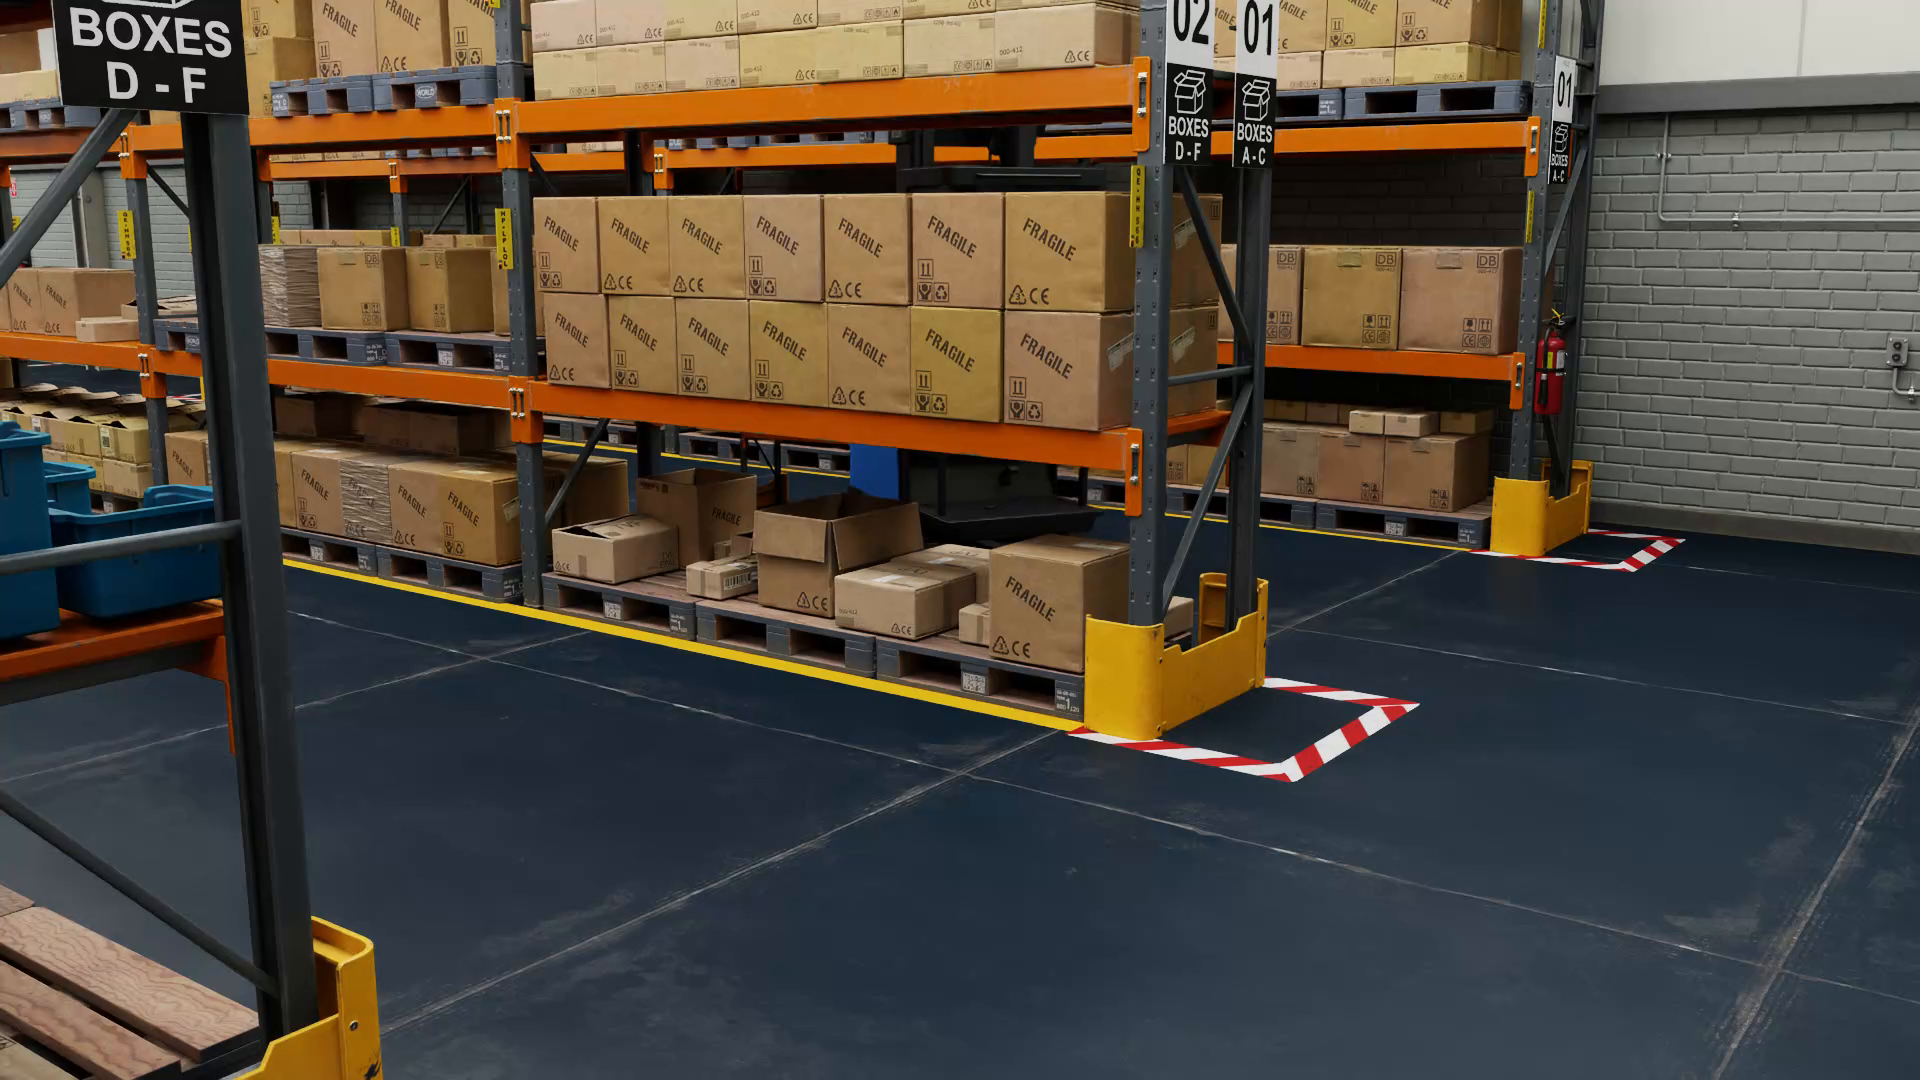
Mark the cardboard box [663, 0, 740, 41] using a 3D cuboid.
[{"bbox_3d":[-1.116,-2.597,8.239,0.500,0.250,0.500,8,13,36],"label":"cardboard box"}]

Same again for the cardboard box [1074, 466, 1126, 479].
[{"bbox_3d":[1.310,-0.797,13.230,0.500,0.500,0.700,8,14,36],"label":"cardboard box"}]

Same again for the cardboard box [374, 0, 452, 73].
[{"bbox_3d":[-3.076,-3.076,10.003,0.600,0.600,0.600,8,13,35],"label":"cardboard box"}]

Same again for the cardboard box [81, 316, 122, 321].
[{"bbox_3d":[-6.446,-1.621,12.670,0.250,0.149,0.380,9,14,40],"label":"cardboard box"}]

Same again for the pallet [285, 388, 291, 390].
[{"bbox_3d":[-8.209,-1.793,20.242,1.213,0.211,1.003,8,13,36],"label":"pallet"}]

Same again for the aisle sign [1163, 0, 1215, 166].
[{"bbox_3d":[0.937,-1.931,6.772,0.004,0.787,0.394,8,13,36],"label":"aisle sign"}]

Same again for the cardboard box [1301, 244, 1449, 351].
[{"bbox_3d":[2.982,-1.752,11.897,0.700,0.700,0.980,8,13,35],"label":"cardboard box"}]

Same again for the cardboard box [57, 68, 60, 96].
[{"bbox_3d":[-6.217,-3.313,12.149,0.500,0.250,0.500,8,14,37],"label":"cardboard box"}]

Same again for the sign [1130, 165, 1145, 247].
[{"bbox_3d":[0.718,-1.351,6.733,0.005,0.325,0.100,8,13,36],"label":"sign"}]

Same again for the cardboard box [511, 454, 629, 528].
[{"bbox_3d":[-2.407,-0.240,10.295,0.500,0.500,0.500,7,13,33],"label":"cardboard box"}]

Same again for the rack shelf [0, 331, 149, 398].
[{"bbox_3d":[-6.997,-1.481,13.181,4.000,0.370,1.077,8,13,36],"label":"rack shelf"}]

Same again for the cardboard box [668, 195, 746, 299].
[{"bbox_3d":[-1.118,-1.488,8.426,0.500,0.500,0.500,7,13,34],"label":"cardboard box"}]

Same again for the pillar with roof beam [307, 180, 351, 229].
[{"bbox_3d":[-10.376,-5.607,16.823,0.400,9.000,9.100,8,13,36],"label":"pillar with roof beam"}]

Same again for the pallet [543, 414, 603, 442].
[{"bbox_3d":[-4.064,-1.224,17.302,1.213,0.211,1.003,8,13,36],"label":"pallet"}]

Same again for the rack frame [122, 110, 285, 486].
[{"bbox_3d":[-5.385,-1.609,11.950,0.127,3.000,1.000,8,13,36],"label":"rack frame"}]

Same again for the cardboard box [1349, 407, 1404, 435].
[{"bbox_3d":[2.951,-0.844,11.765,0.250,0.149,0.380,8,14,37],"label":"cardboard box"}]

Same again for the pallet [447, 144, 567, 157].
[{"bbox_3d":[-4.408,-3.996,16.886,1.003,0.211,1.213,8,13,36],"label":"pallet"}]

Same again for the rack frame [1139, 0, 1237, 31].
[{"bbox_3d":[1.063,-3.655,6.731,0.127,3.000,1.000,8,13,36],"label":"rack frame"}]

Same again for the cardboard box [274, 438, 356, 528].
[{"bbox_3d":[-4.361,-0.388,11.060,0.500,0.500,0.500,8,13,35],"label":"cardboard box"}]

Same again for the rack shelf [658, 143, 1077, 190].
[{"bbox_3d":[-0.844,-3.263,14.493,4.000,0.370,1.077,8,13,36],"label":"rack shelf"}]

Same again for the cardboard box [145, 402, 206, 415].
[{"bbox_3d":[-6.062,-0.902,12.953,0.500,0.311,0.500,8,13,34],"label":"cardboard box"}]

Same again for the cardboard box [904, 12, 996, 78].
[{"bbox_3d":[0.096,-2.184,7.420,0.500,0.250,0.500,8,13,36],"label":"cardboard box"}]

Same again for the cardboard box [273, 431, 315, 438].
[{"bbox_3d":[-4.492,-0.529,11.788,0.500,0.500,0.500,9,14,38],"label":"cardboard box"}]

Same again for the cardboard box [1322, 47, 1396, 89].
[{"bbox_3d":[2.825,-3.223,11.420,0.500,0.250,0.500,7,13,33],"label":"cardboard box"}]

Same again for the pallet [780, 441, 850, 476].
[{"bbox_3d":[-0.886,-0.761,14.910,1.213,0.211,1.003,8,13,36],"label":"pallet"}]

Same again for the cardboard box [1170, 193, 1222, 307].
[{"bbox_3d":[0.861,-1.340,7.663,0.500,0.500,0.500,8,14,37],"label":"cardboard box"}]

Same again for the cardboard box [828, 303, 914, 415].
[{"bbox_3d":[-0.278,-0.882,7.929,0.500,0.500,0.500,8,14,36],"label":"cardboard box"}]

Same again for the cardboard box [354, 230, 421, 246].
[{"bbox_3d":[-6.244,-3.128,18.168,0.500,0.500,0.500,8,13,35],"label":"cardboard box"}]

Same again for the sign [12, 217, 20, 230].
[{"bbox_3d":[-8.296,-2.673,14.607,0.005,0.325,0.100,8,13,36],"label":"sign"}]

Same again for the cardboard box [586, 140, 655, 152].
[{"bbox_3d":[-3.196,-3.846,15.799,0.500,0.311,0.500,8,13,36],"label":"cardboard box"}]

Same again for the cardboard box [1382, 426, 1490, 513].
[{"bbox_3d":[3.369,-0.511,11.748,0.500,0.500,0.700,8,13,36],"label":"cardboard box"}]

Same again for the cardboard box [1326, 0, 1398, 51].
[{"bbox_3d":[2.844,-3.589,11.341,0.500,0.500,0.500,8,14,37],"label":"cardboard box"}]

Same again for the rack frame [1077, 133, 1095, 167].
[{"bbox_3d":[0.768,-1.918,13.548,0.127,3.000,1.000,8,13,36],"label":"rack frame"}]

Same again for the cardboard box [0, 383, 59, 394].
[{"bbox_3d":[-8.113,-1.189,14.434,0.500,0.311,0.500,8,13,36],"label":"cardboard box"}]

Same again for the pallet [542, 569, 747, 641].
[{"bbox_3d":[-1.608,0.287,9.491,1.213,0.211,1.003,8,13,36],"label":"pallet"}]

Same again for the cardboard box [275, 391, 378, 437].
[{"bbox_3d":[-4.444,-0.891,11.687,0.500,0.250,0.500,9,14,38],"label":"cardboard box"}]

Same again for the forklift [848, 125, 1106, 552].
[{"bbox_3d":[0.238,-1.317,10.623,1.130,2.935,3.031,-5,12,-23],"label":"forklift"}]

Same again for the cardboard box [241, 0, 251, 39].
[{"bbox_3d":[-4.626,-3.514,11.006,0.500,0.500,0.500,8,13,36],"label":"cardboard box"}]

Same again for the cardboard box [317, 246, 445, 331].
[{"bbox_3d":[-3.622,-1.604,10.554,0.500,0.500,0.700,4,12,21],"label":"cardboard box"}]

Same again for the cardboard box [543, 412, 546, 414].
[{"bbox_3d":[-4.243,-1.612,17.389,0.500,0.500,0.700,8,14,36],"label":"cardboard box"}]

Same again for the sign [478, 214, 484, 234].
[{"bbox_3d":[-5.354,-3.471,18.528,0.005,0.325,0.100,8,13,36],"label":"sign"}]

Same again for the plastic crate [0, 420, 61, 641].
[{"bbox_3d":[-2.252,-0.008,3.421,0.499,0.435,0.616,8,13,36],"label":"plastic crate"}]

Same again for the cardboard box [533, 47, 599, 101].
[{"bbox_3d":[-1.916,-2.466,8.876,0.500,0.250,0.500,8,13,36],"label":"cardboard box"}]

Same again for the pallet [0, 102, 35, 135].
[{"bbox_3d":[-6.888,-3.177,12.654,1.213,0.211,1.003,9,14,38],"label":"pallet"}]

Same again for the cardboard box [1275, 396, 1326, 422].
[{"bbox_3d":[2.565,-0.988,12.508,0.250,0.149,0.380,8,14,36],"label":"cardboard box"}]

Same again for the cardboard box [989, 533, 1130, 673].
[{"bbox_3d":[0.479,0.278,7.618,0.500,0.500,0.500,8,13,36],"label":"cardboard box"}]

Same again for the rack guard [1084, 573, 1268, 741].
[{"bbox_3d":[1.002,0.509,7.583,0.348,0.500,1.175,8,13,36],"label":"rack guard"}]

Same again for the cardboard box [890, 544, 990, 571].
[{"bbox_3d":[-0.013,0.207,8.642,0.500,0.250,0.500,8,13,36],"label":"cardboard box"}]

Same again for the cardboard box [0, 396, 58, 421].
[{"bbox_3d":[-7.605,-0.991,13.410,0.500,0.311,0.500,7,13,34],"label":"cardboard box"}]

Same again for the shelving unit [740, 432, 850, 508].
[{"bbox_3d":[-1.069,-0.947,12.474,1.083,1.500,0.587,6,12,27],"label":"shelving unit"}]
